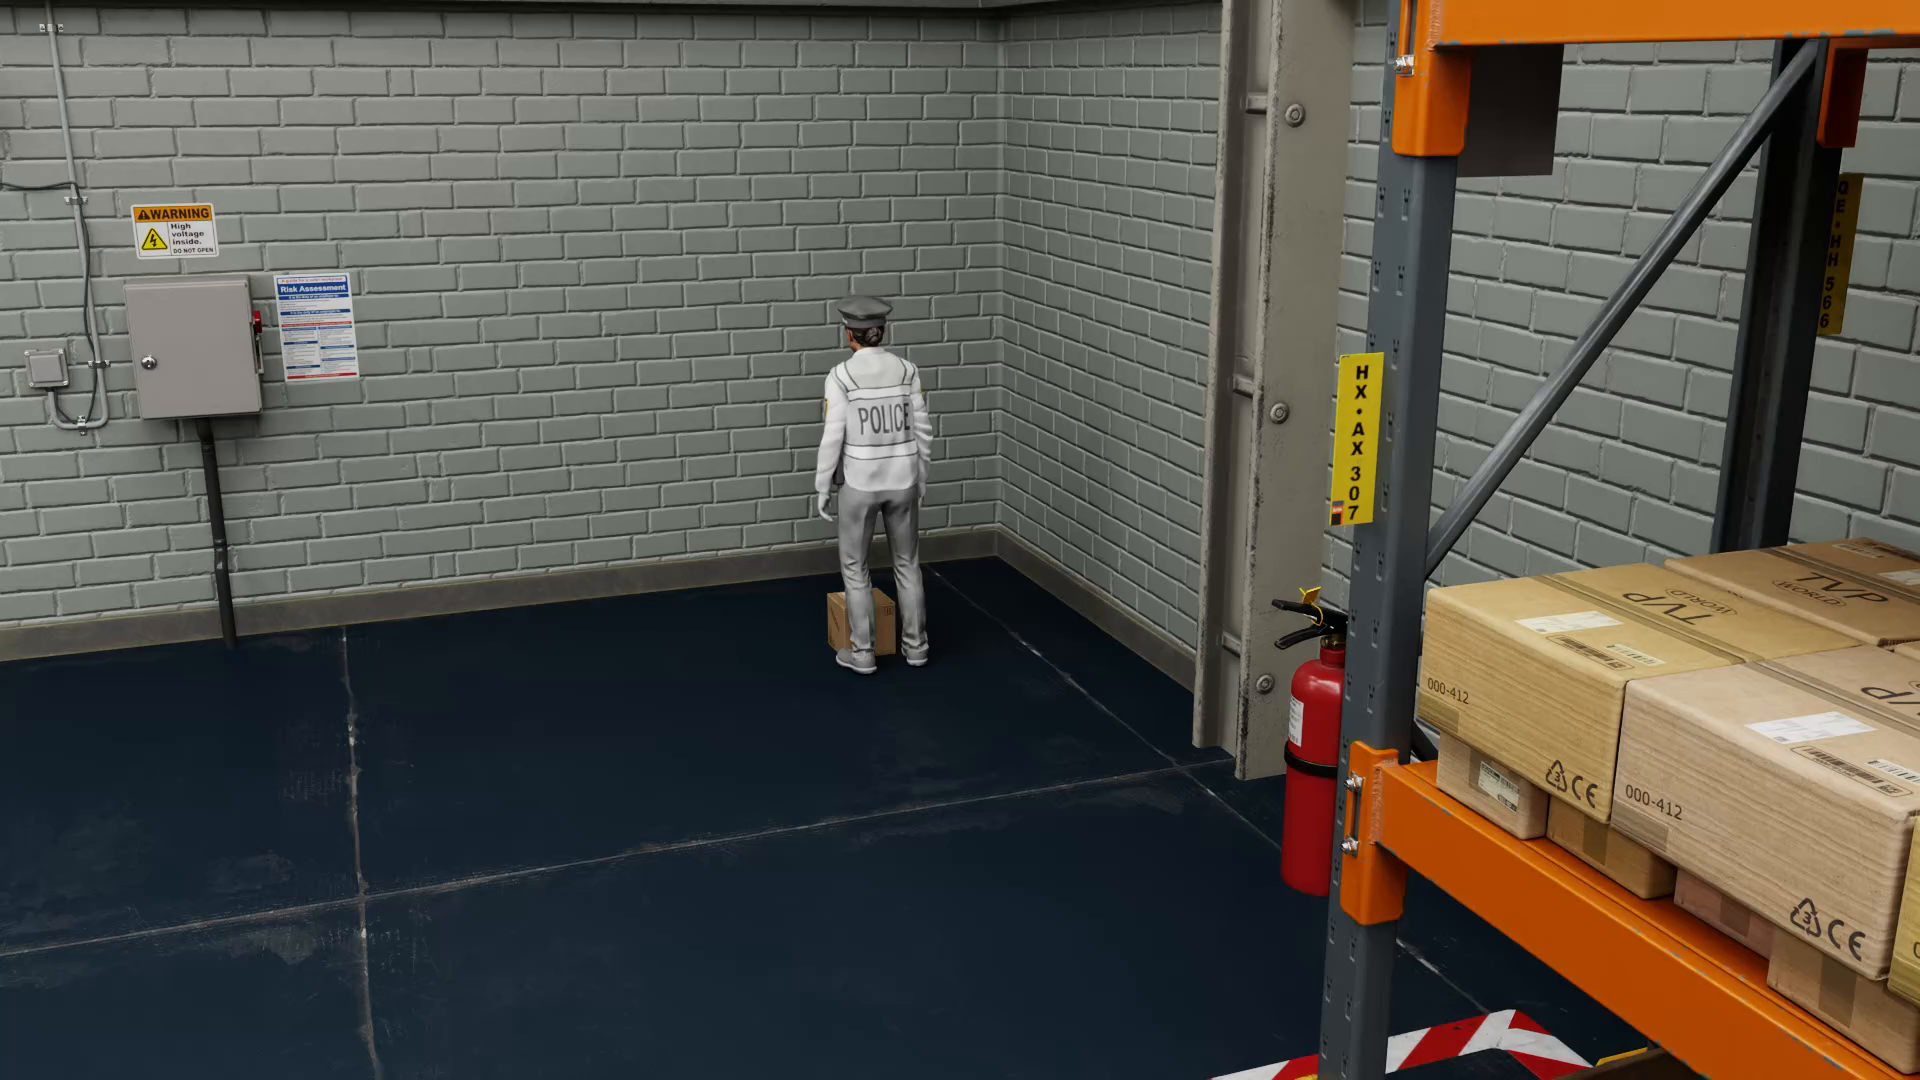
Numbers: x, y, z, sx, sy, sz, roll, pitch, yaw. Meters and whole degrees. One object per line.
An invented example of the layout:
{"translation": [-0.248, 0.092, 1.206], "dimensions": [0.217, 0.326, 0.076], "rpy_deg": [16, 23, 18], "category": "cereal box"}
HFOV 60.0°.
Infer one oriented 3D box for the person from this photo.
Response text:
{"translation": [-0.375, -0.232, 7.338], "dimensions": [0.547, 1.667, 0.369], "rpy_deg": [-7, 17, -23], "category": "person"}
